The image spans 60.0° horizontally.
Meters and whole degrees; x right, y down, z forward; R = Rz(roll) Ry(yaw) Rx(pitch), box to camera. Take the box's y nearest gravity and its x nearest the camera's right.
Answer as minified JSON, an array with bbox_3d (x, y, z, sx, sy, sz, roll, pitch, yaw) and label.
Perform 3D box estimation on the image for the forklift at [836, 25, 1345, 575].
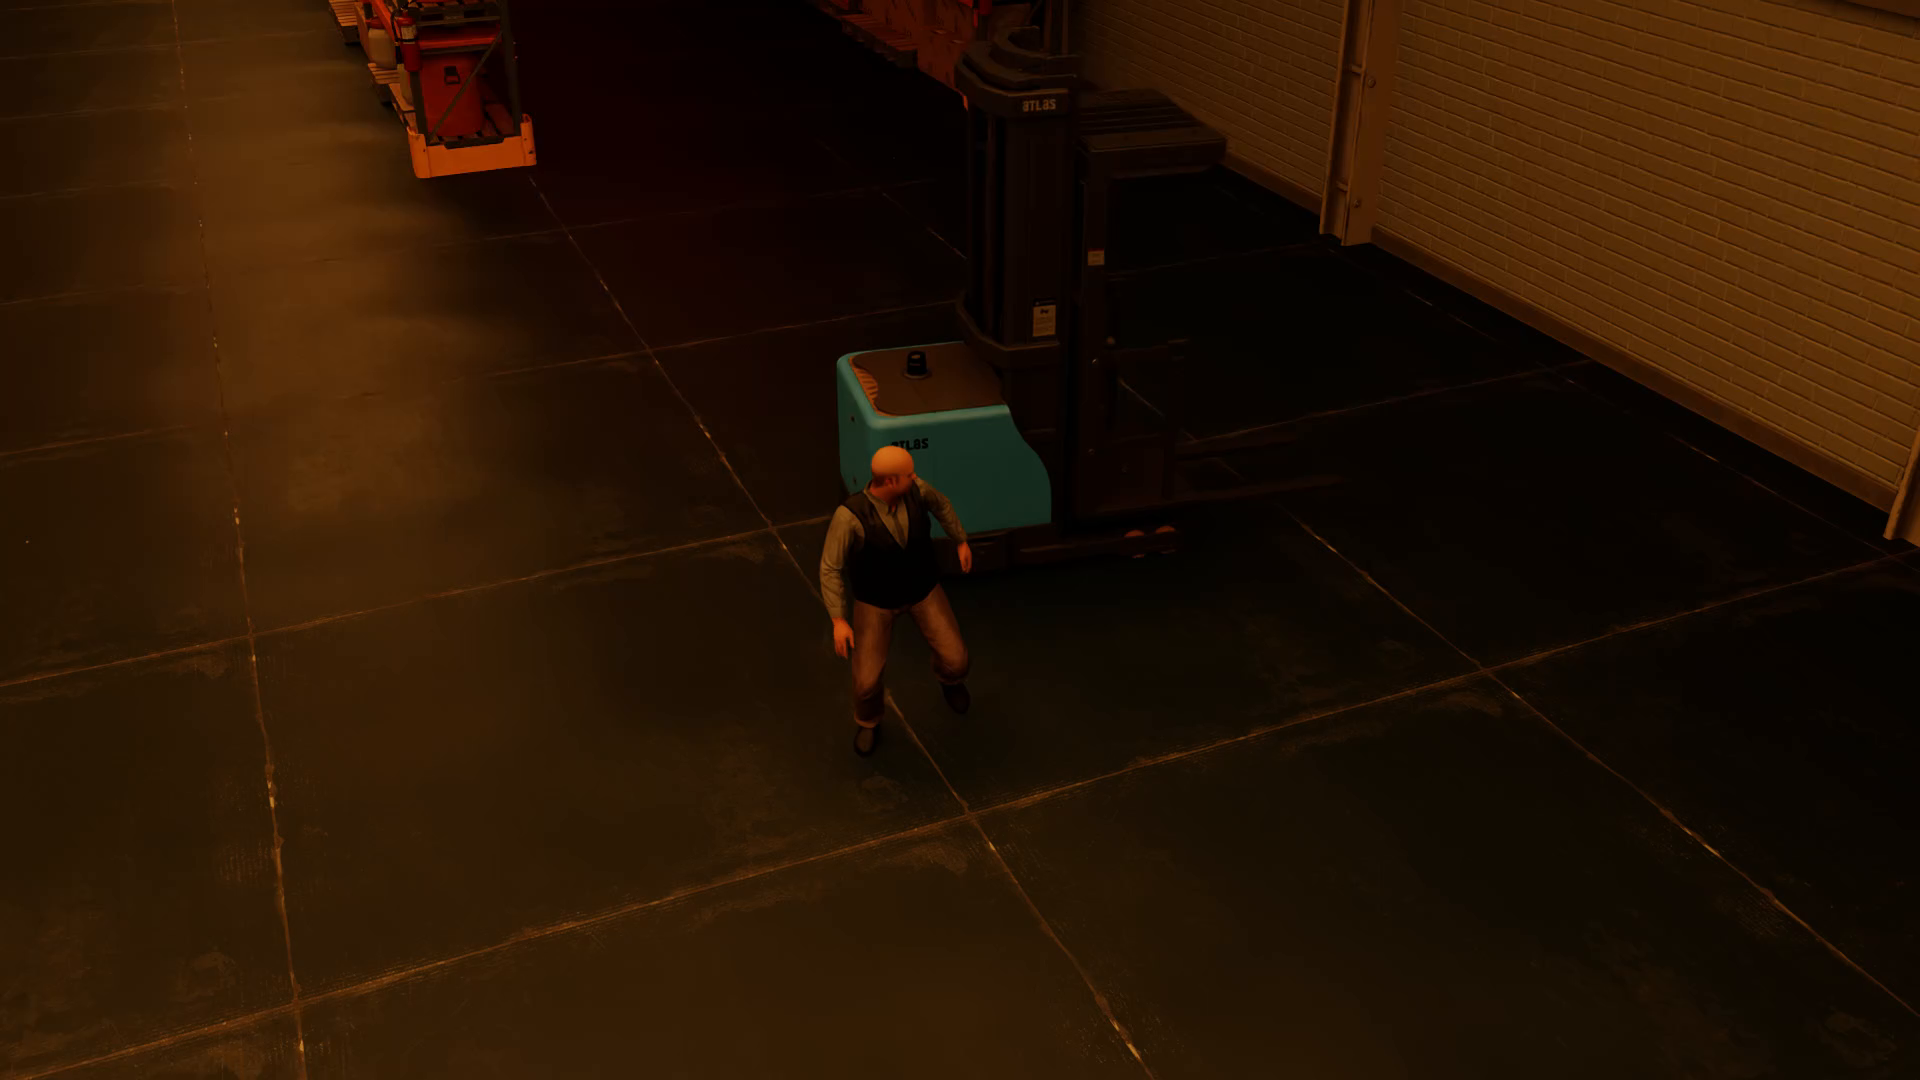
[{"bbox_3d":[0.830,-1.408,9.582,3.031,2.935,1.130,-8,31,-13],"label":"forklift"}]

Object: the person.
[{"bbox_3d":[-0.278,0.268,8.003,0.835,1.613,0.558,-9,31,-16],"label":"person"}]
